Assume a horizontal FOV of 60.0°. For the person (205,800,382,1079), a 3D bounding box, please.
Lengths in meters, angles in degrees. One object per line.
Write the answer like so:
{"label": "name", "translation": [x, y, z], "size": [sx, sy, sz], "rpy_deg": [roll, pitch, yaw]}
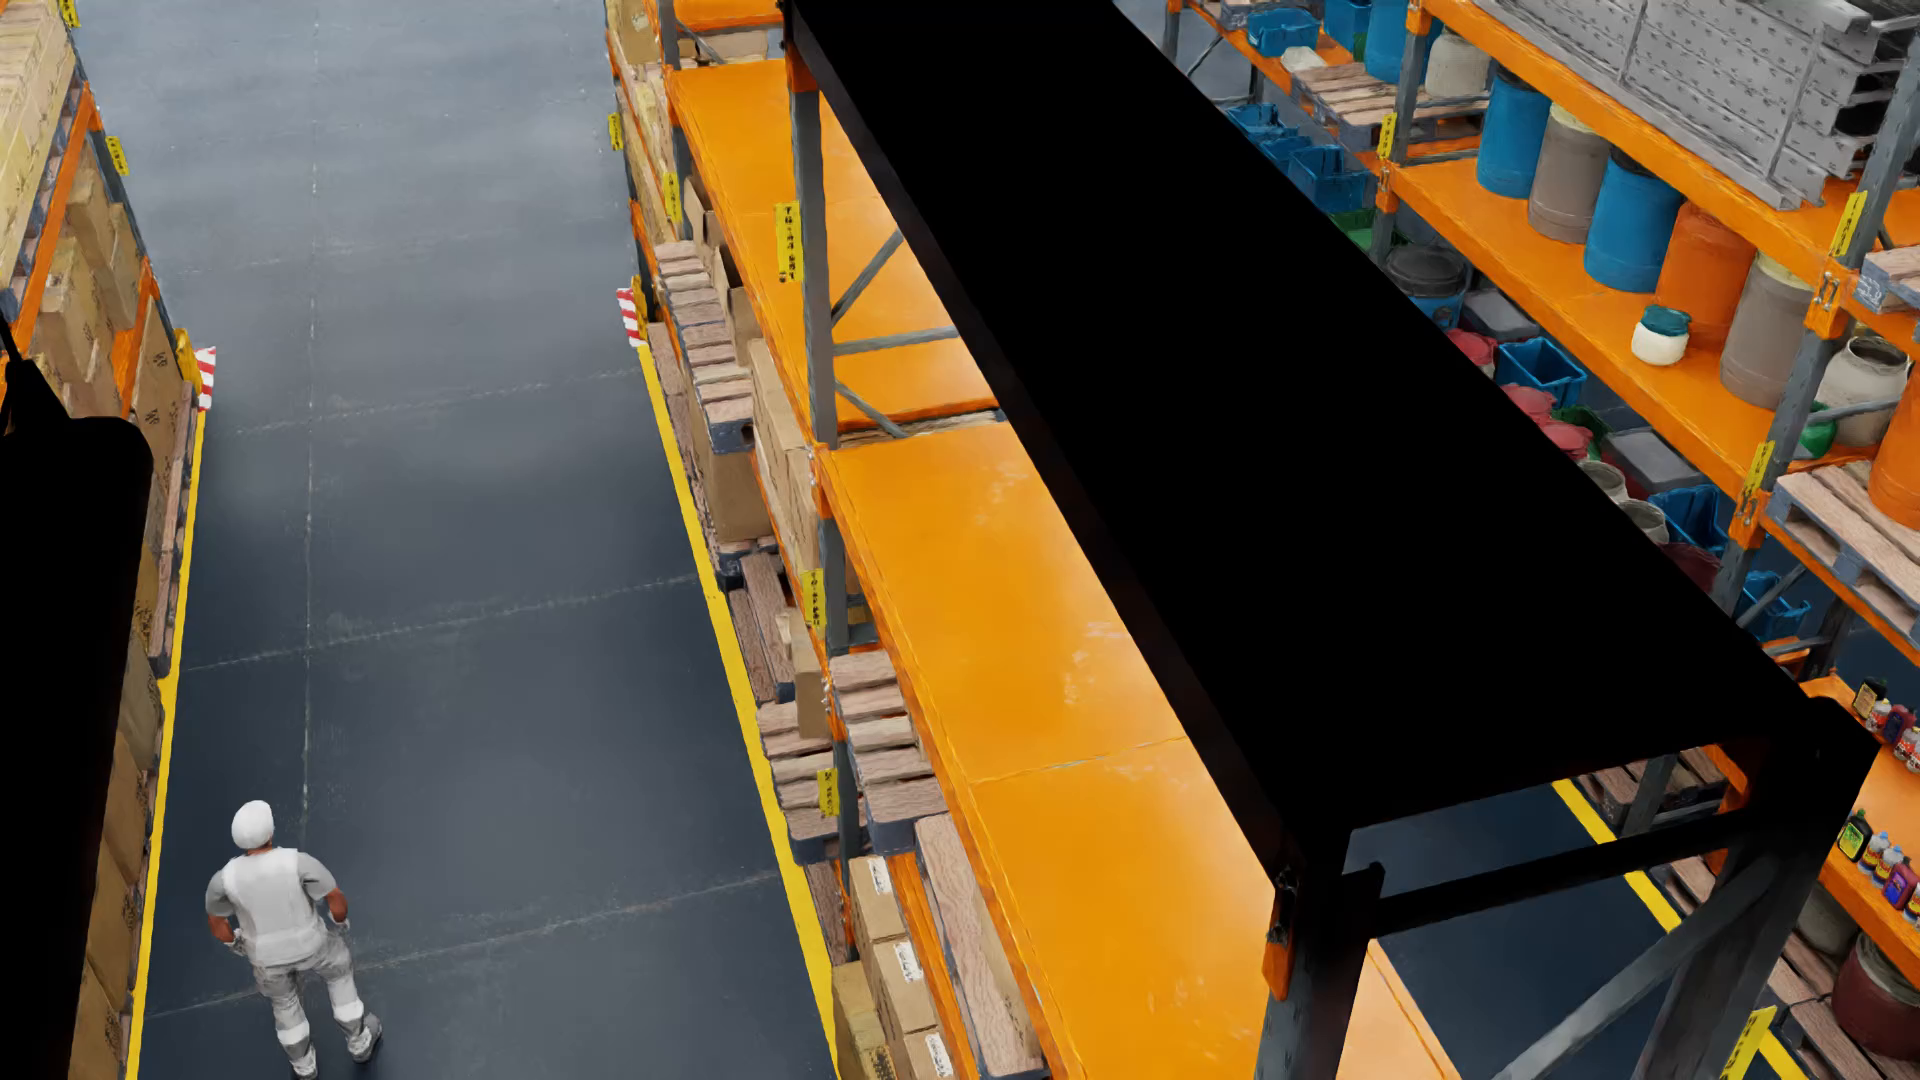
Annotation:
{"label": "person", "translation": [-3.534, 2.107, 8.781], "size": [0.677, 1.742, 0.552], "rpy_deg": [-10, 40, -13]}

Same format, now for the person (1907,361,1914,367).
{"label": "person", "translation": [7.009, -0.738, 12.312], "size": [0.494, 1.775, 0.578], "rpy_deg": [9, 39, 11]}
